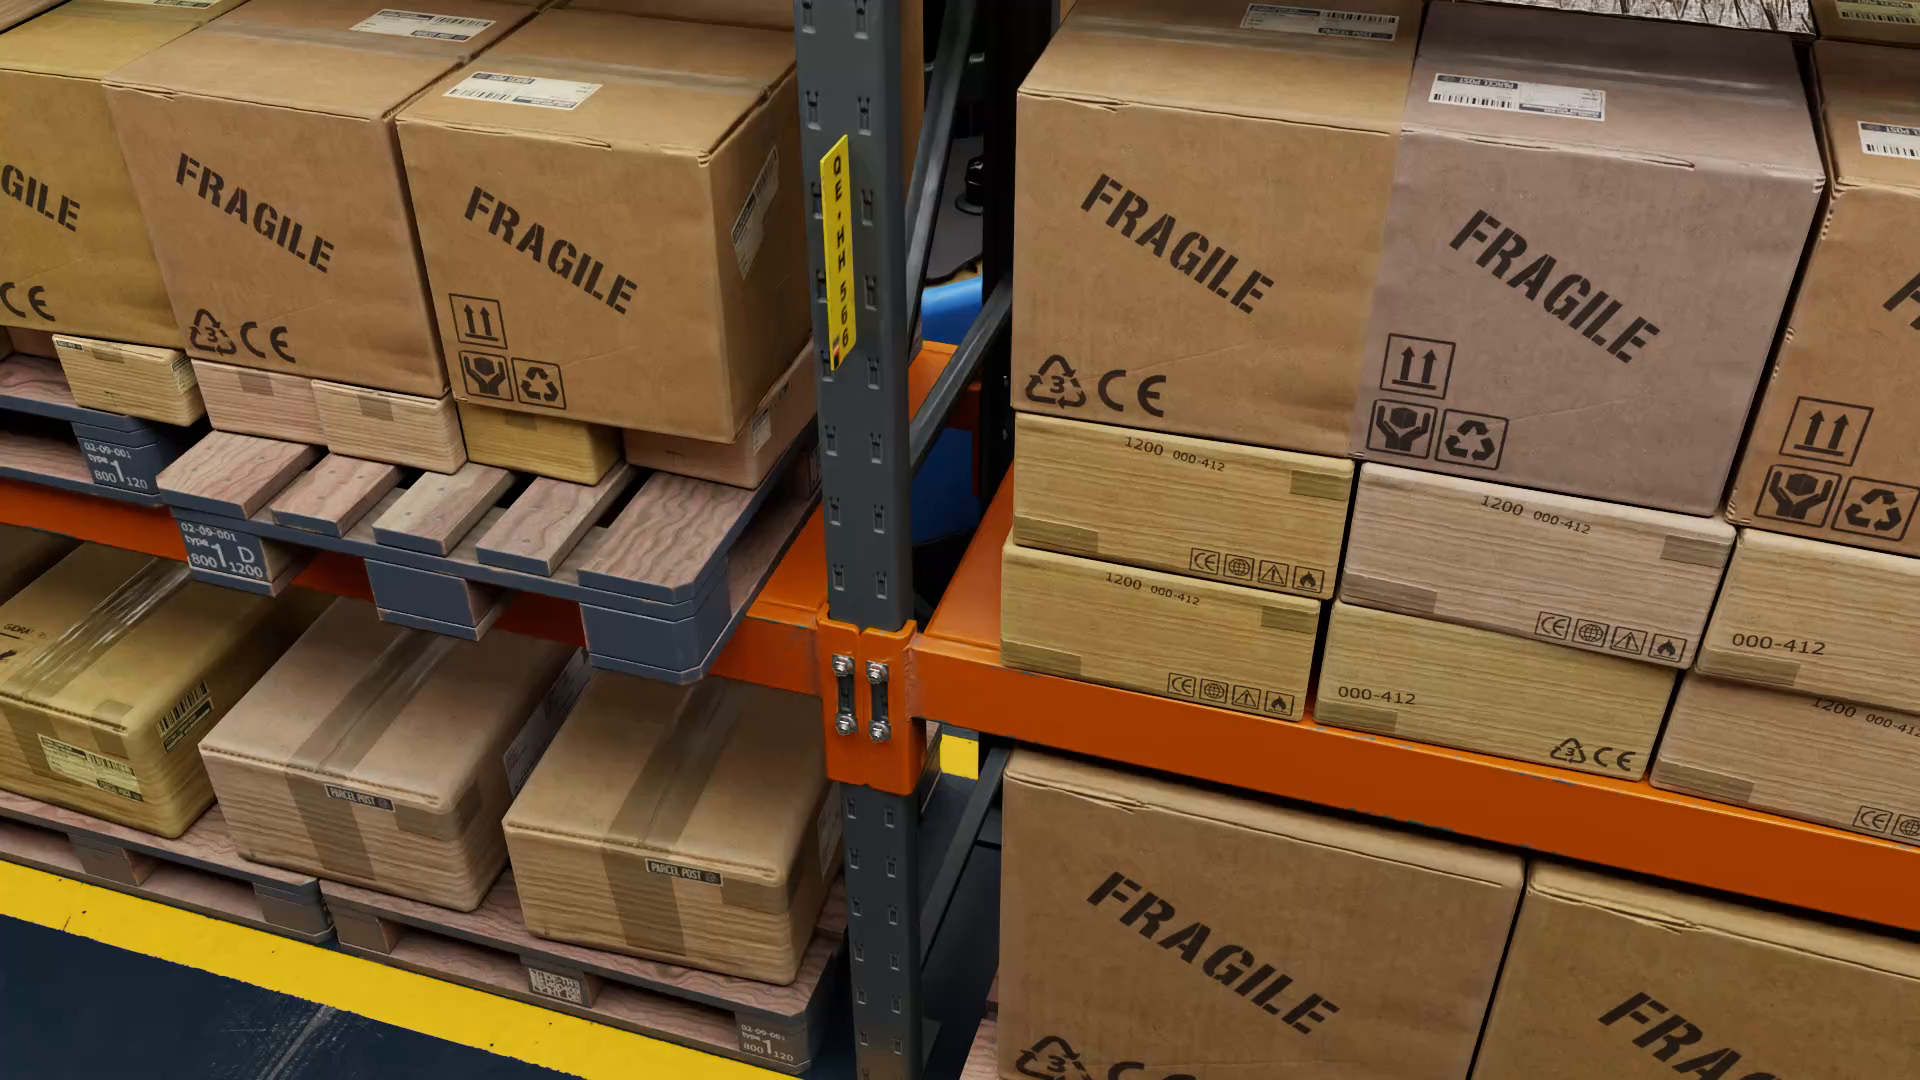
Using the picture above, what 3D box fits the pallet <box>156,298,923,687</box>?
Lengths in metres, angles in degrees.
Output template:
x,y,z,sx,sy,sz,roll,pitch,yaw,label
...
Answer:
x,y,z,sx,sy,sz,roll,pitch,yaw,label
-0.729,-0.266,3.243,1.003,0.211,1.213,10,38,14,pallet

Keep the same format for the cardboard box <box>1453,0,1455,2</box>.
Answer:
x,y,z,sx,sy,sz,roll,pitch,yaw,label
1.948,-2.302,6.969,0.500,0.250,0.500,9,37,12,cardboard box

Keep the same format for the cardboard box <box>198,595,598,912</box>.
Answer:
x,y,z,sx,sy,sz,roll,pitch,yaw,label
-1.260,0.380,4.066,0.625,0.372,0.950,10,37,13,cardboard box

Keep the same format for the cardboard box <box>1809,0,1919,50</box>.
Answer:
x,y,z,sx,sy,sz,roll,pitch,yaw,label
1.519,-0.600,2.607,0.500,0.500,0.500,11,38,14,cardboard box

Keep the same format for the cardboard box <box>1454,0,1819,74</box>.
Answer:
x,y,z,sx,sy,sz,roll,pitch,yaw,label
1.046,-0.691,2.731,0.500,0.500,0.500,11,38,15,cardboard box

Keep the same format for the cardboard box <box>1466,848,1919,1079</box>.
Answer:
x,y,z,sx,sy,sz,roll,pitch,yaw,label
1.467,0.738,3.155,0.875,0.875,0.875,11,38,14,cardboard box

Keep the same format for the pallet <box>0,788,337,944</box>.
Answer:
x,y,z,sx,sy,sz,roll,pitch,yaw,label
-1.923,0.489,4.407,1.213,0.211,1.003,10,38,14,pallet

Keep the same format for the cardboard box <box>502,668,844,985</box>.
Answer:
x,y,z,sx,sy,sz,roll,pitch,yaw,label
-0.554,0.506,3.895,0.625,0.372,0.950,8,37,11,cardboard box

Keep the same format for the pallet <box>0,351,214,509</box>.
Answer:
x,y,z,sx,sy,sz,roll,pitch,yaw,label
-1.919,-0.527,3.598,1.213,0.211,1.003,10,38,14,pallet

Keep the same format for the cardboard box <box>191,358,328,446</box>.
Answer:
x,y,z,sx,sy,sz,roll,pitch,yaw,label
-1.169,-0.345,3.046,0.250,0.149,0.380,9,37,12,cardboard box

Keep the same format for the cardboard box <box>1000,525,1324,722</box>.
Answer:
x,y,z,sx,sy,sz,roll,pitch,yaw,label
0.375,0.011,2.831,0.500,0.250,0.500,10,37,13,cardboard box

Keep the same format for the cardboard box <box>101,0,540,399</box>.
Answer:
x,y,z,sx,sy,sz,roll,pitch,yaw,label
-1.031,-0.615,2.866,0.500,0.500,0.500,10,38,13,cardboard box

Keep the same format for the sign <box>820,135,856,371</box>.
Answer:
x,y,z,sx,sy,sz,roll,pitch,yaw,label
-0.170,-0.404,2.358,0.005,0.325,0.100,10,38,14,sign

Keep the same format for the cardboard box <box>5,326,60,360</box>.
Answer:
x,y,z,sx,sy,sz,roll,pitch,yaw,label
-1.639,-0.502,3.259,0.250,0.149,0.380,11,38,14,cardboard box

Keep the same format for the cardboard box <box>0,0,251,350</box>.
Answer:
x,y,z,sx,sy,sz,roll,pitch,yaw,label
-1.513,-0.704,2.986,0.500,0.500,0.500,8,37,11,cardboard box

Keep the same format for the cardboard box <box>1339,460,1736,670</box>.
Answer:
x,y,z,sx,sy,sz,roll,pitch,yaw,label
0.886,-0.098,2.557,0.500,0.250,0.500,11,38,15,cardboard box

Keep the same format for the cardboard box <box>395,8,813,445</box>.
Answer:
x,y,z,sx,sy,sz,roll,pitch,yaw,label
-0.534,-0.530,2.750,0.500,0.500,0.500,9,37,13,cardboard box

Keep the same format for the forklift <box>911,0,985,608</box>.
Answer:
x,y,z,sx,sy,sz,roll,pitch,yaw,label
-0.444,-1.822,5.253,1.130,2.935,3.031,-17,40,-22,forklift

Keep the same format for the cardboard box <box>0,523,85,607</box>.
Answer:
x,y,z,sx,sy,sz,roll,pitch,yaw,label
-2.647,0.121,4.418,0.625,0.372,0.950,13,38,17,cardboard box

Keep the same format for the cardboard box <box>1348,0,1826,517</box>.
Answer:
x,y,z,sx,sy,sz,roll,pitch,yaw,label
0.857,-0.413,2.353,0.500,0.500,0.500,11,38,14,cardboard box

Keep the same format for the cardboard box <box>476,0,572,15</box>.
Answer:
x,y,z,sx,sy,sz,roll,pitch,yaw,label
-0.877,-0.906,3.260,0.500,0.500,0.500,12,38,16,cardboard box

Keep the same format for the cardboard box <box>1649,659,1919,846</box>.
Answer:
x,y,z,sx,sy,sz,roll,pitch,yaw,label
1.369,0.188,2.590,0.500,0.250,0.500,12,38,15,cardboard box

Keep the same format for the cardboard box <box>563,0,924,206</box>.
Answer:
x,y,z,sx,sy,sz,roll,pitch,yaw,label
-0.378,-0.818,3.141,0.500,0.500,0.500,9,37,13,cardboard box

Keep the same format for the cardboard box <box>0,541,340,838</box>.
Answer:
x,y,z,sx,sy,sz,roll,pitch,yaw,label
-1.982,0.243,4.252,0.625,0.372,0.950,12,38,15,cardboard box

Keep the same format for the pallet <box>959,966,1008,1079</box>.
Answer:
x,y,z,sx,sy,sz,roll,pitch,yaw,label
0.713,1.027,3.676,1.213,0.211,1.003,10,38,14,pallet

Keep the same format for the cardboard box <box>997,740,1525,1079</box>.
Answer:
x,y,z,sx,sy,sz,roll,pitch,yaw,label
0.617,0.578,3.373,0.875,0.875,0.875,10,38,13,cardboard box

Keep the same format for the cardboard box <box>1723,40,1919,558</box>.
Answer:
x,y,z,sx,sy,sz,roll,pitch,yaw,label
1.346,-0.313,2.217,0.500,0.500,0.500,12,38,15,cardboard box

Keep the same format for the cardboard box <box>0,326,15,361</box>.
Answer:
x,y,z,sx,sy,sz,roll,pitch,yaw,label
-1.903,-0.500,3.256,0.250,0.149,0.380,9,37,12,cardboard box

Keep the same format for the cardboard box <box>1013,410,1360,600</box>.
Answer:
x,y,z,sx,sy,sz,roll,pitch,yaw,label
0.393,-0.190,2.682,0.500,0.250,0.500,10,38,14,cardboard box

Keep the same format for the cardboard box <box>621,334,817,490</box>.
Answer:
x,y,z,sx,sy,sz,roll,pitch,yaw,label
-0.400,-0.271,2.945,0.250,0.149,0.380,12,38,16,cardboard box

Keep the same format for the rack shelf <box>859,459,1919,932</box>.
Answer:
x,y,z,sx,sy,sz,roll,pitch,yaw,label
1.892,0.365,2.830,4.000,0.370,1.077,10,38,14,rack shelf

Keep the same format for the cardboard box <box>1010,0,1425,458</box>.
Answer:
x,y,z,sx,sy,sz,roll,pitch,yaw,label
0.381,-0.495,2.465,0.500,0.500,0.500,9,37,12,cardboard box

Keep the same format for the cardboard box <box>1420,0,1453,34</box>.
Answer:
x,y,z,sx,sy,sz,roll,pitch,yaw,label
0.554,-0.777,2.848,0.500,0.500,0.500,10,37,13,cardboard box

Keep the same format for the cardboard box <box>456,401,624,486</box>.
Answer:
x,y,z,sx,sy,sz,roll,pitch,yaw,label
-0.678,-0.277,2.954,0.250,0.149,0.380,11,38,15,cardboard box

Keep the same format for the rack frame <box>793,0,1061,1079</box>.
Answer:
x,y,z,sx,sy,sz,roll,pitch,yaw,label
-0.017,-0.278,3.097,0.127,3.000,1.000,10,38,14,rack frame

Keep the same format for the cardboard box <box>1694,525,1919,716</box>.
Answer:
x,y,z,sx,sy,sz,roll,pitch,yaw,label
1.358,-0.002,2.428,0.500,0.250,0.500,10,38,14,cardboard box

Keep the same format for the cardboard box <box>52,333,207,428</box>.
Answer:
x,y,z,sx,sy,sz,roll,pitch,yaw,label
-1.436,-0.386,3.102,0.250,0.149,0.380,11,38,15,cardboard box

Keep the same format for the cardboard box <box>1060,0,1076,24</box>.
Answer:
x,y,z,sx,sy,sz,roll,pitch,yaw,label
0.808,-2.518,7.684,0.750,0.750,1.050,10,38,13,cardboard box

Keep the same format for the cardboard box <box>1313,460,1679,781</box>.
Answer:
x,y,z,sx,sy,sz,roll,pitch,yaw,label
0.870,0.092,2.721,0.500,0.250,0.500,9,37,13,cardboard box

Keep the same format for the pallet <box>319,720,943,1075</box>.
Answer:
x,y,z,sx,sy,sz,roll,pitch,yaw,label
-0.763,0.706,4.112,1.213,0.211,1.003,10,38,14,pallet

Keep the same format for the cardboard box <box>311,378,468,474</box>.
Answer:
x,y,z,sx,sy,sz,roll,pitch,yaw,label
-0.932,-0.296,2.980,0.250,0.149,0.380,10,38,14,cardboard box

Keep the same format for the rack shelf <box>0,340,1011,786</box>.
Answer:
x,y,z,sx,sy,sz,roll,pitch,yaw,label
-1.926,-0.342,3.791,4.000,0.370,1.077,10,38,14,rack shelf
